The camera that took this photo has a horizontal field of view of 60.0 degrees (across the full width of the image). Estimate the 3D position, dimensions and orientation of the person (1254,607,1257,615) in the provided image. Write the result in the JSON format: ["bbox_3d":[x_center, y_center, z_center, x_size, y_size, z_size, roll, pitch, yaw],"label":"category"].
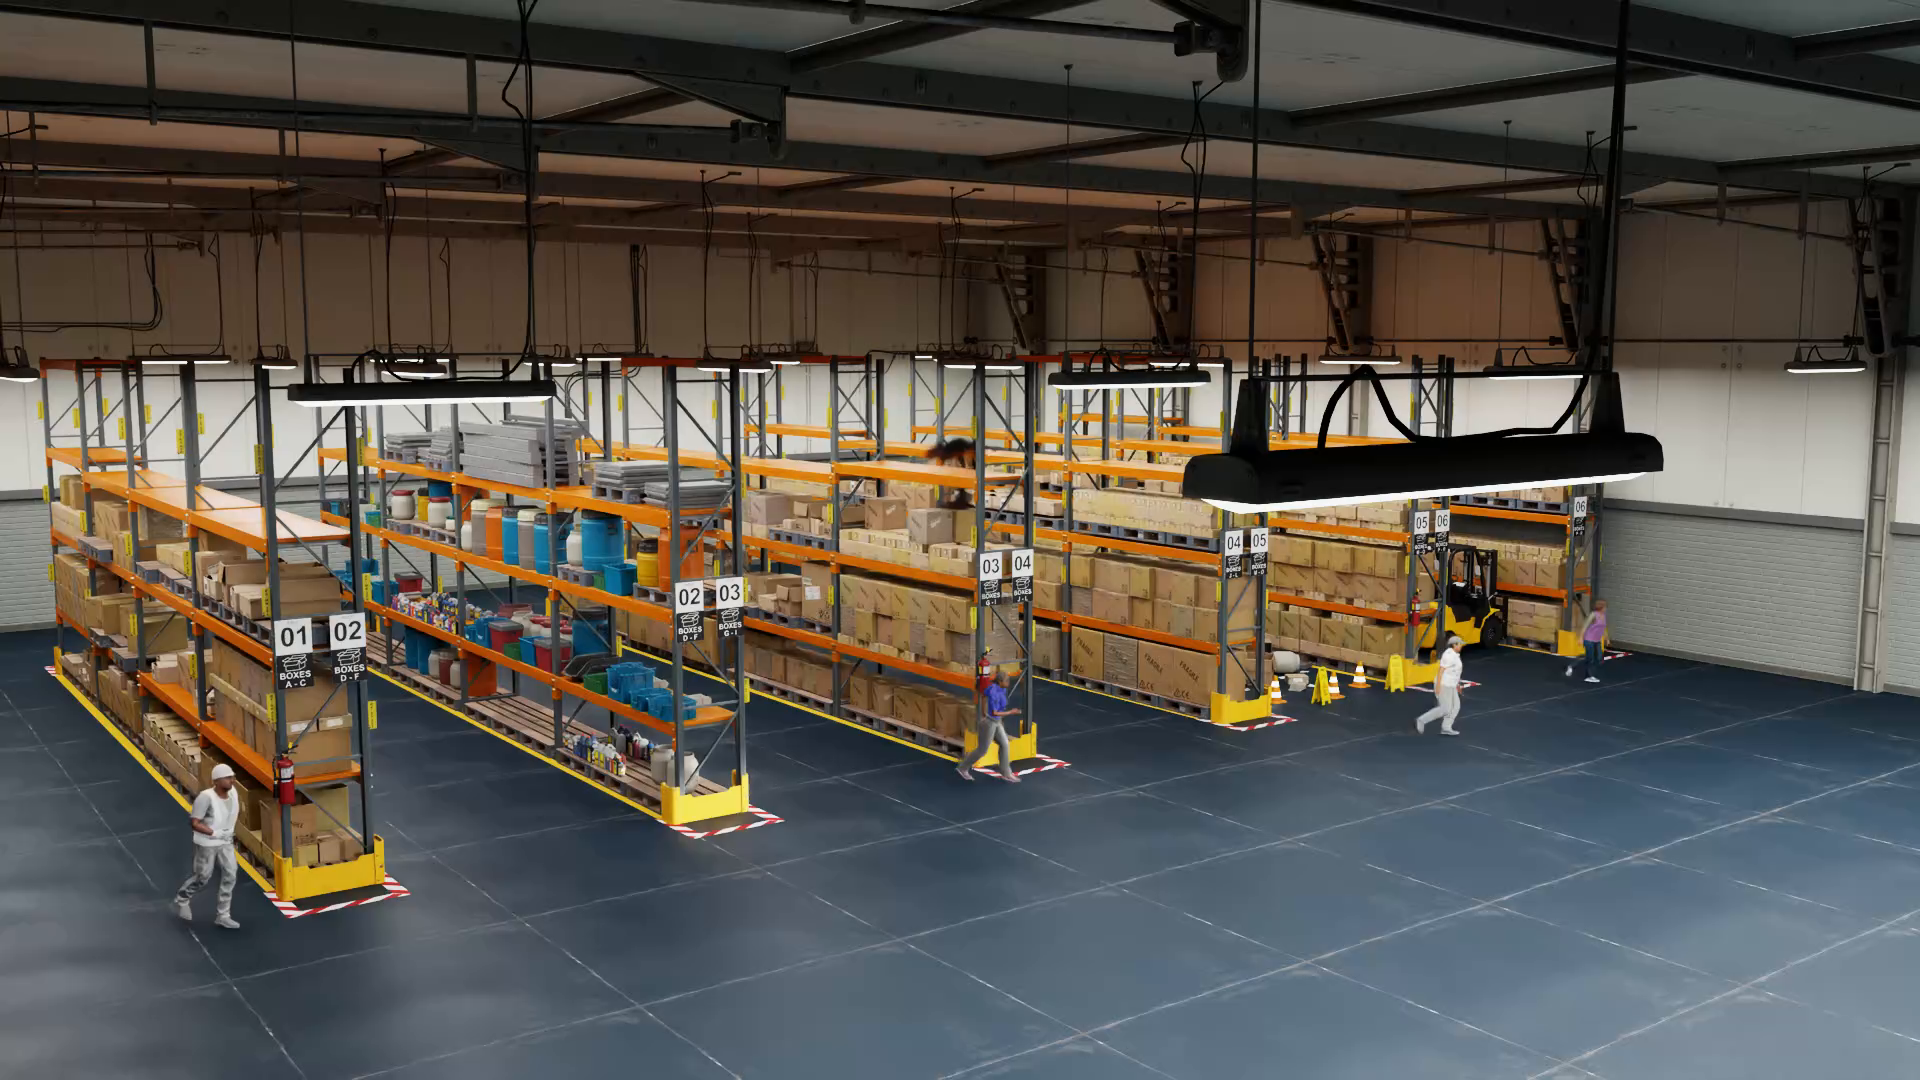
[{"bbox_3d":[6.383,0.922,37.873,0.947,1.720,0.620,6,9,43],"label":"person"}]

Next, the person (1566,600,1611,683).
[{"bbox_3d":[11.681,1.861,30.899,0.589,1.542,0.611,-5,9,-38],"label":"person"}]

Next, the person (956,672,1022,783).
[{"bbox_3d":[0.418,2.674,23.739,0.960,1.641,0.512,2,7,15],"label":"person"}]

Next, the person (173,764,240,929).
[{"bbox_3d":[-8.141,3.296,18.090,0.893,1.769,0.681,3,8,26],"label":"person"}]

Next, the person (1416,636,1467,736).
[{"bbox_3d":[7.738,2.332,26.725,0.710,1.605,0.664,3,7,24],"label":"person"}]
